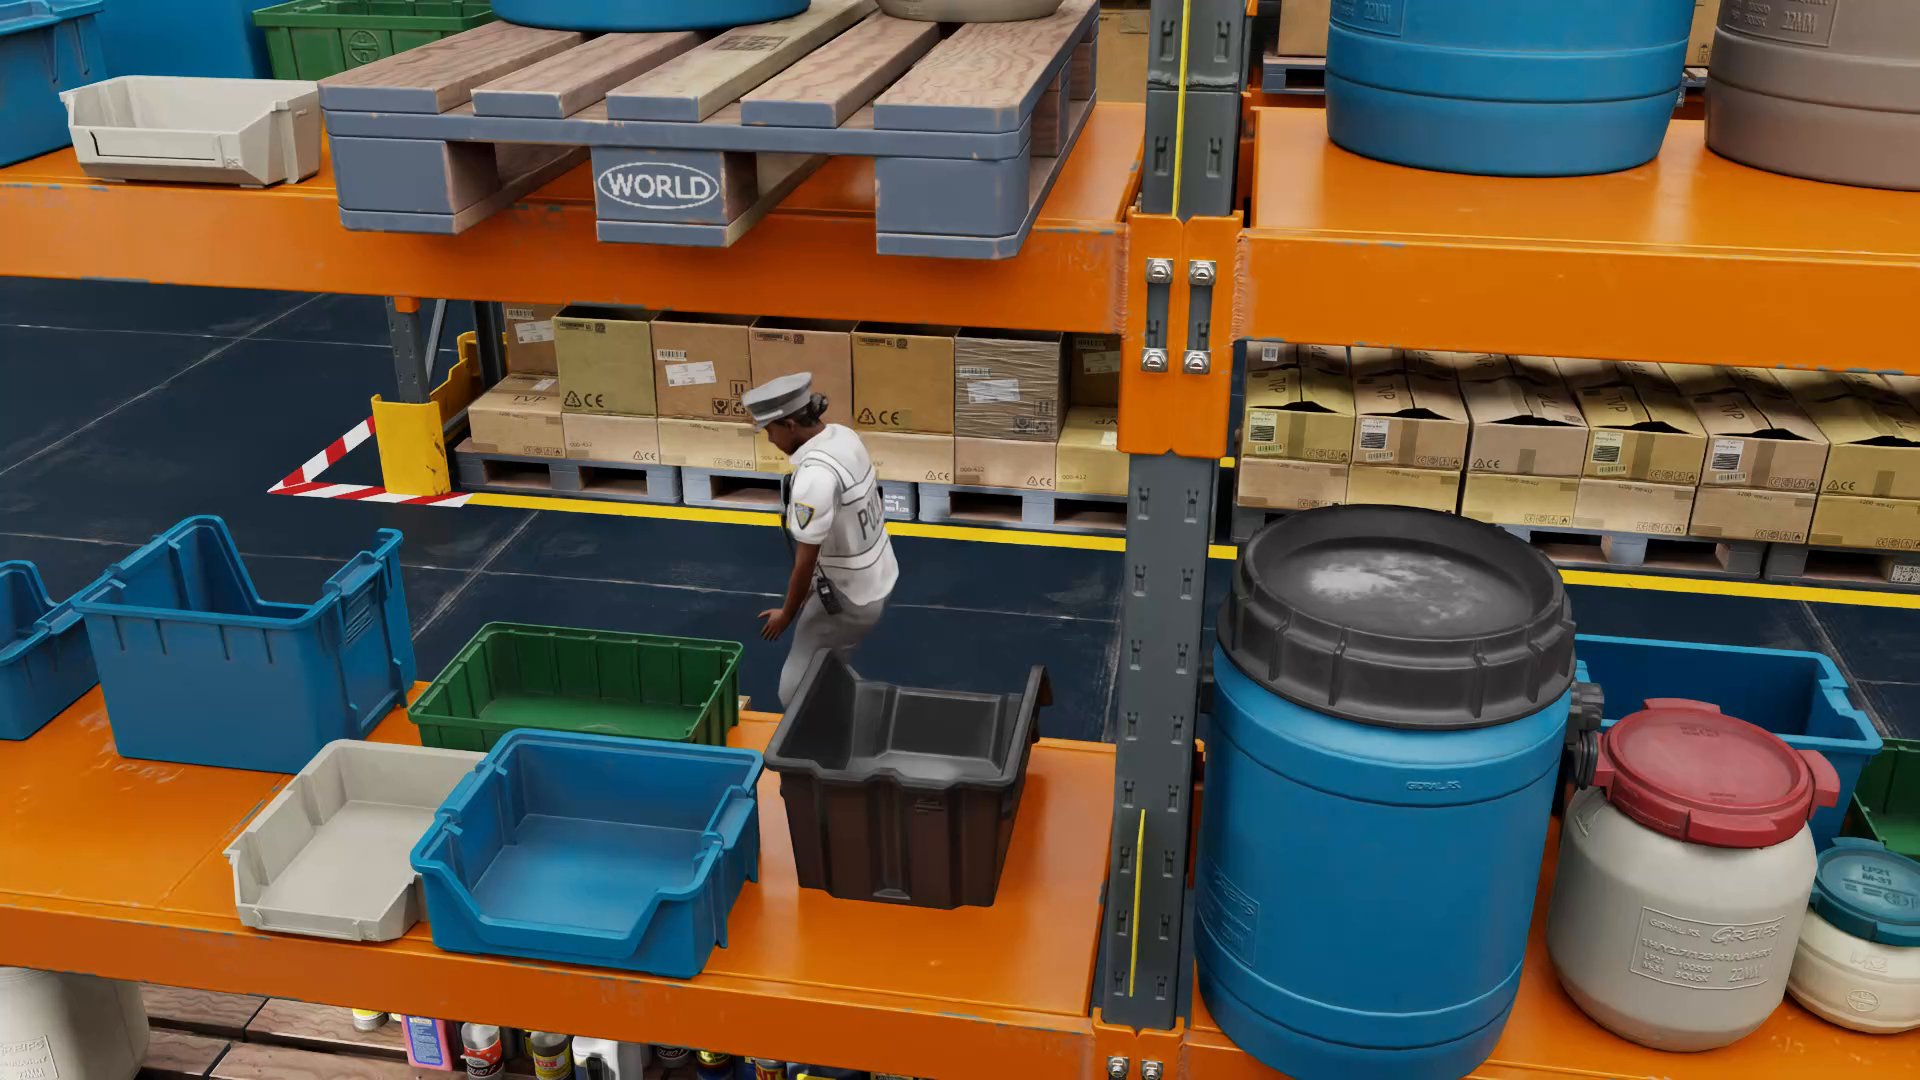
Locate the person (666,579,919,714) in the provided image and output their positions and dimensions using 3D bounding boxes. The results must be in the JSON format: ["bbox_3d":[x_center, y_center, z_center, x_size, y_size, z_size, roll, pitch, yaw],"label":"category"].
[{"bbox_3d":[-0.615,0.536,6.018,0.923,0.812,0.469,3,25,7],"label":"person"}]
